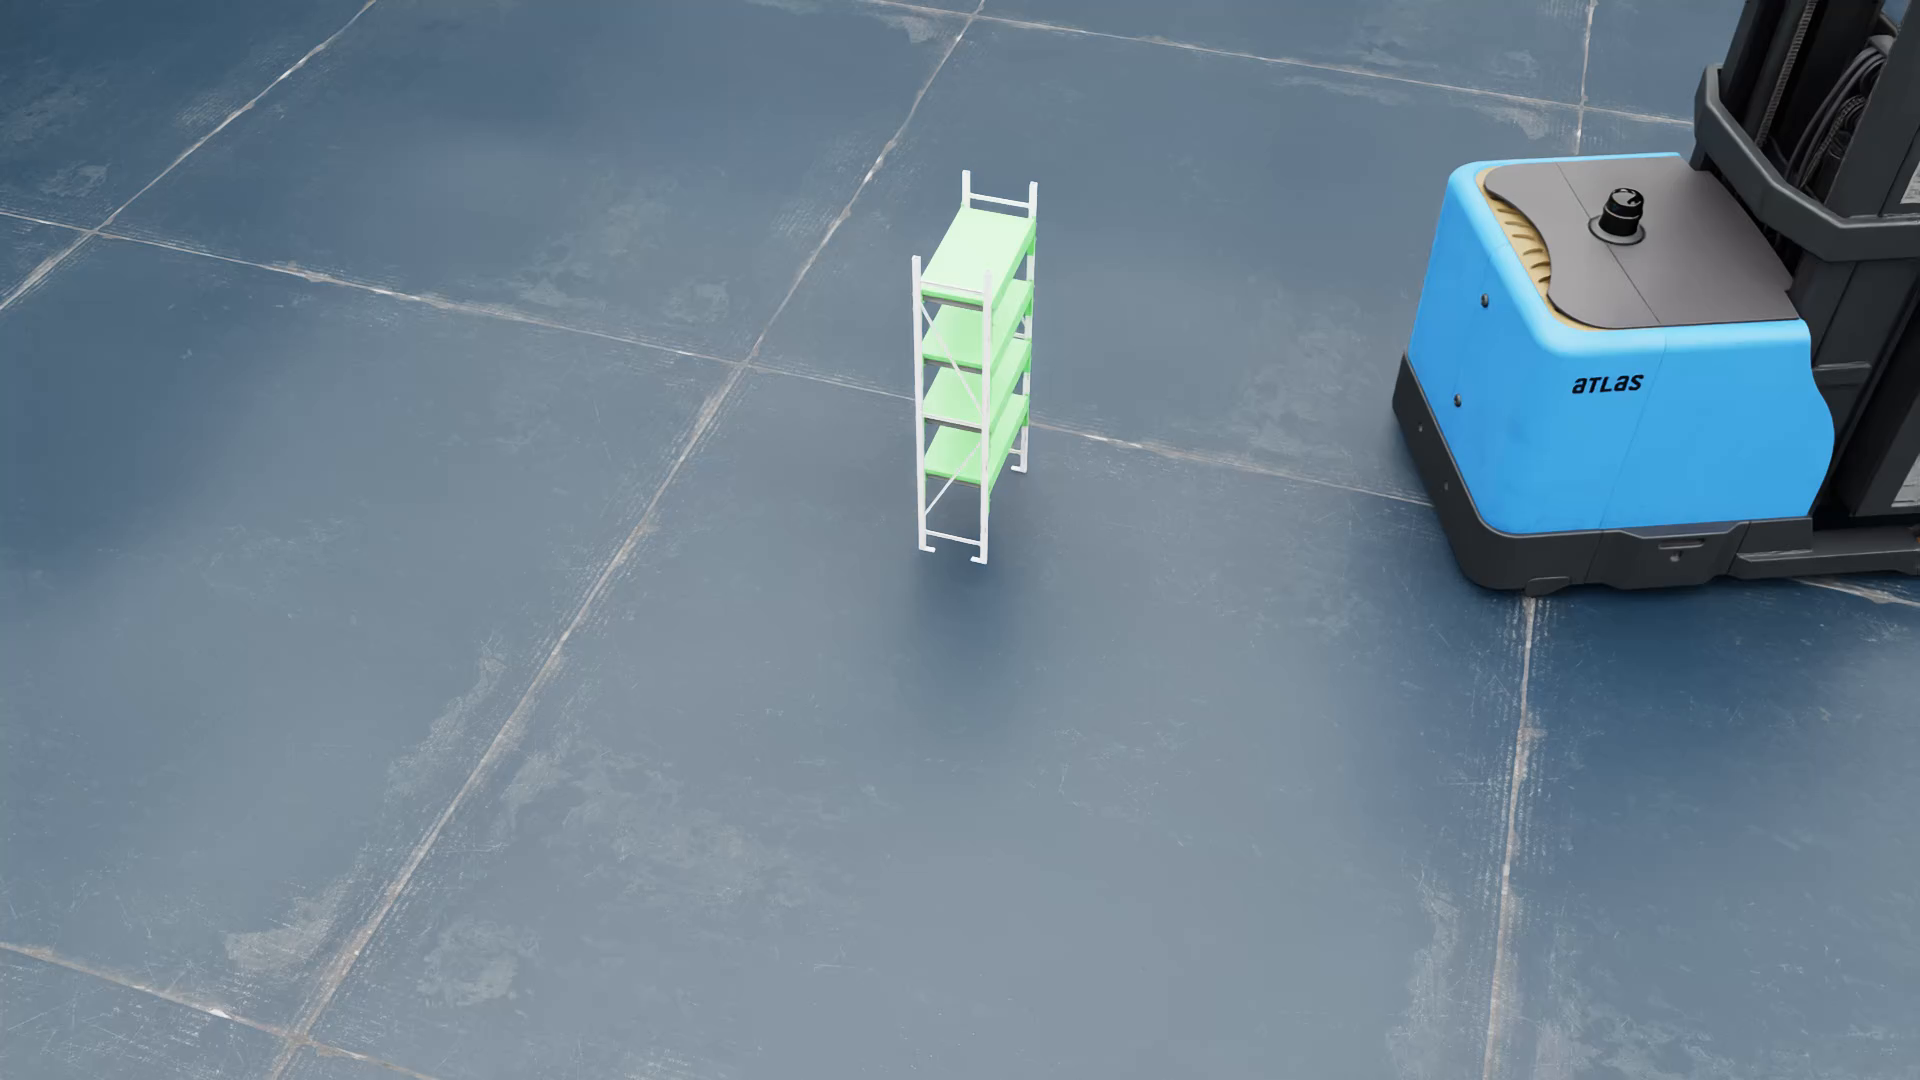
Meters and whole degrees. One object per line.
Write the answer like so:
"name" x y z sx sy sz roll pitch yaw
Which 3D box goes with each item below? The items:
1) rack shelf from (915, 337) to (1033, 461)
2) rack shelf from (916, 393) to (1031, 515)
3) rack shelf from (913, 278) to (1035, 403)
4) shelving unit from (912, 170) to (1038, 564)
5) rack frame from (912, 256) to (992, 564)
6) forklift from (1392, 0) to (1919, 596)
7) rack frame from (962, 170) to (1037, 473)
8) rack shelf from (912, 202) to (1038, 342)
"rack shelf" 0.050 -0.494 5.488 0.258 0.148 0.480 13 46 12
"rack shelf" 0.050 -0.322 5.656 0.258 0.148 0.480 13 46 12
"rack shelf" 0.050 -0.665 5.320 0.258 0.148 0.480 13 46 12
"shelving unit" 0.050 -0.539 5.443 0.258 1.200 0.503 13 46 12
"rack frame" -0.024 -0.377 5.277 0.240 1.200 0.015 13 46 12
"forklift" 3.145 -1.287 4.970 3.031 2.935 1.130 -4 44 -4
"rack frame" 0.124 -0.702 5.609 0.240 1.200 0.015 13 46 12
"rack shelf" 0.050 -0.837 5.152 0.258 0.148 0.480 13 46 12
